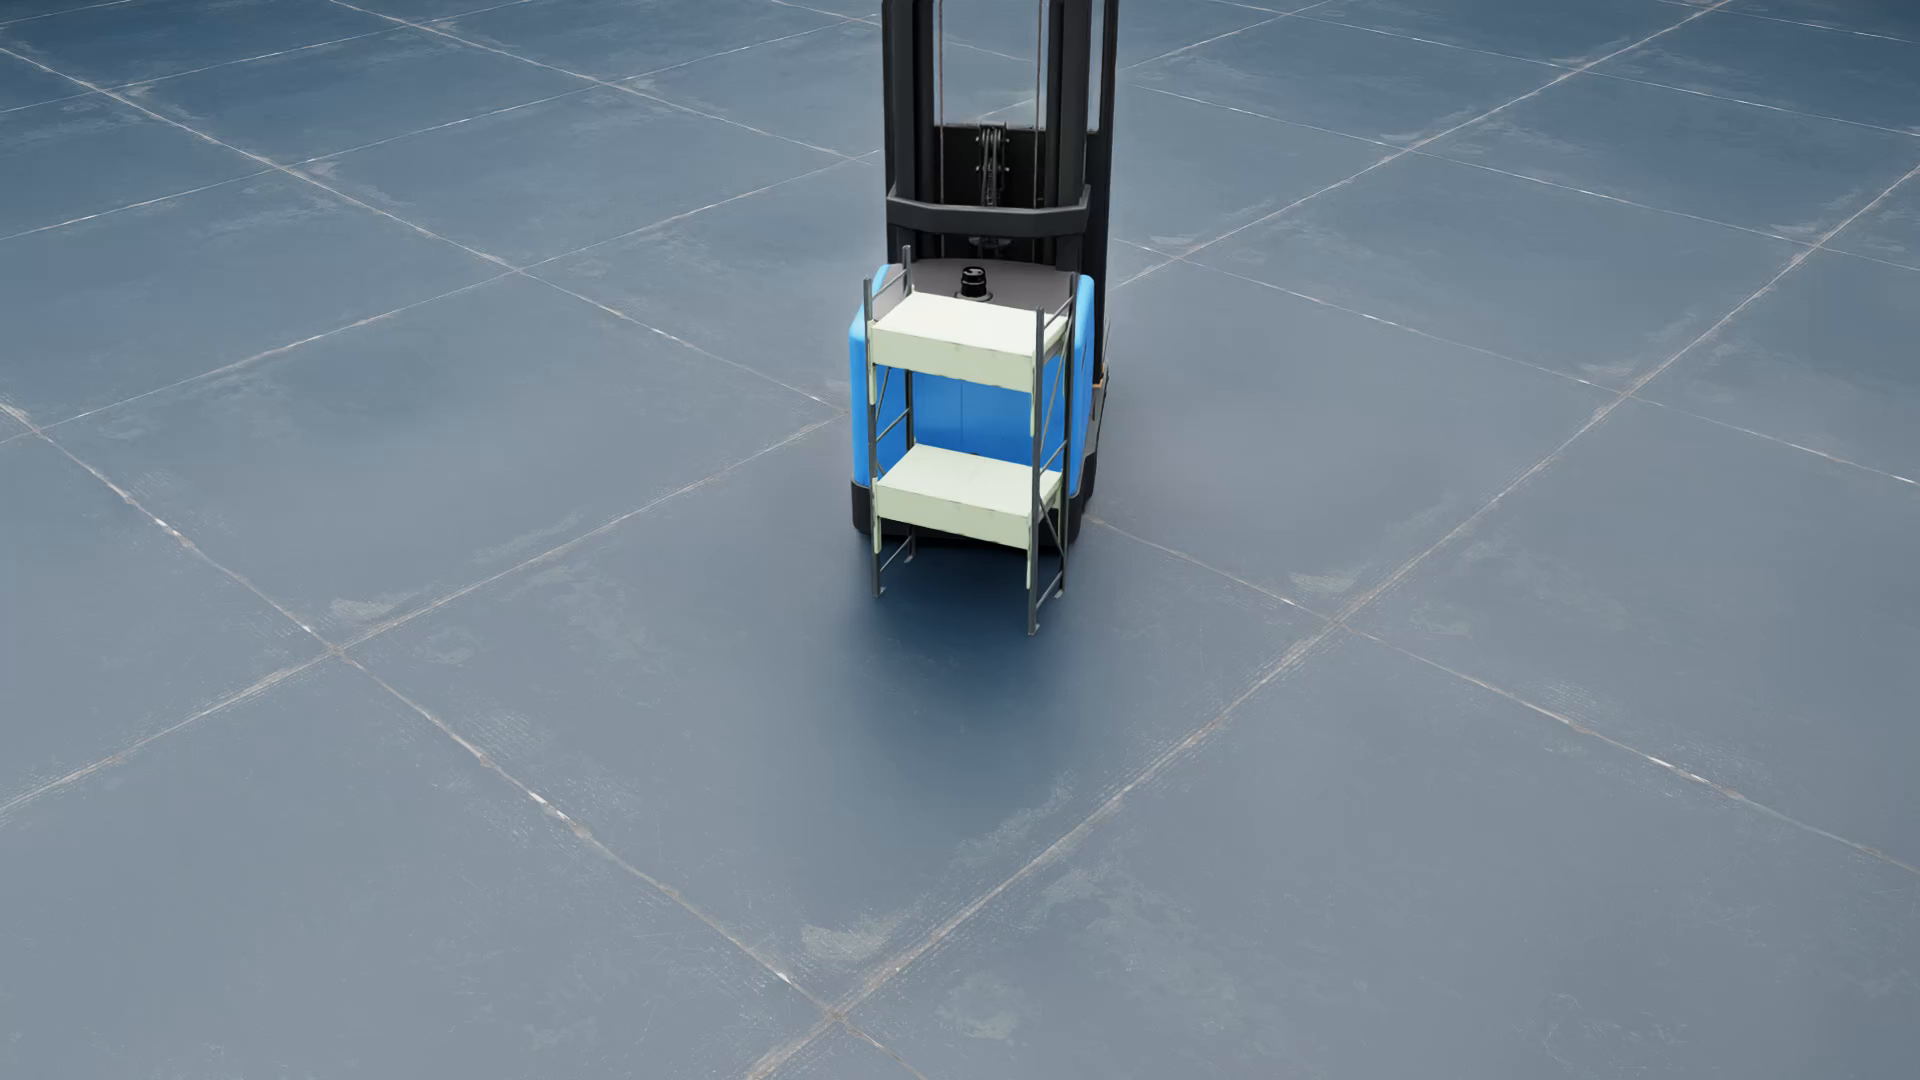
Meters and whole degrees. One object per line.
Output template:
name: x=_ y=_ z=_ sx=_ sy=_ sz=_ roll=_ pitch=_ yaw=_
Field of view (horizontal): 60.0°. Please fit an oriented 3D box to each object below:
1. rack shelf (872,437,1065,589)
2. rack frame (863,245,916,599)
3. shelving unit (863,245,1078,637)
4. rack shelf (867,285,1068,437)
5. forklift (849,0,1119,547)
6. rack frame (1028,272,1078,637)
rack shelf: x=0.043 y=-0.124 z=7.135 sx=0.720 sy=0.370 sz=0.431 roll=13 pitch=33 yaw=20
rack frame: x=-0.293 y=-0.479 z=7.092 sx=0.023 sy=1.500 sz=0.400 roll=13 pitch=33 yaw=20
shelving unit: x=0.043 y=-0.404 z=6.966 sx=0.755 sy=1.500 sz=0.431 roll=13 pitch=33 yaw=20
rack shelf: x=0.043 y=-0.738 z=6.765 sx=0.720 sy=0.370 sz=0.431 roll=13 pitch=33 yaw=20
forklift: x=0.217 y=-1.968 z=8.177 sx=1.130 sy=2.935 sz=3.031 roll=4 pitch=31 yaw=7
rack frame: x=0.378 y=-0.328 z=6.841 sx=0.023 sy=1.500 sz=0.400 roll=13 pitch=33 yaw=20
